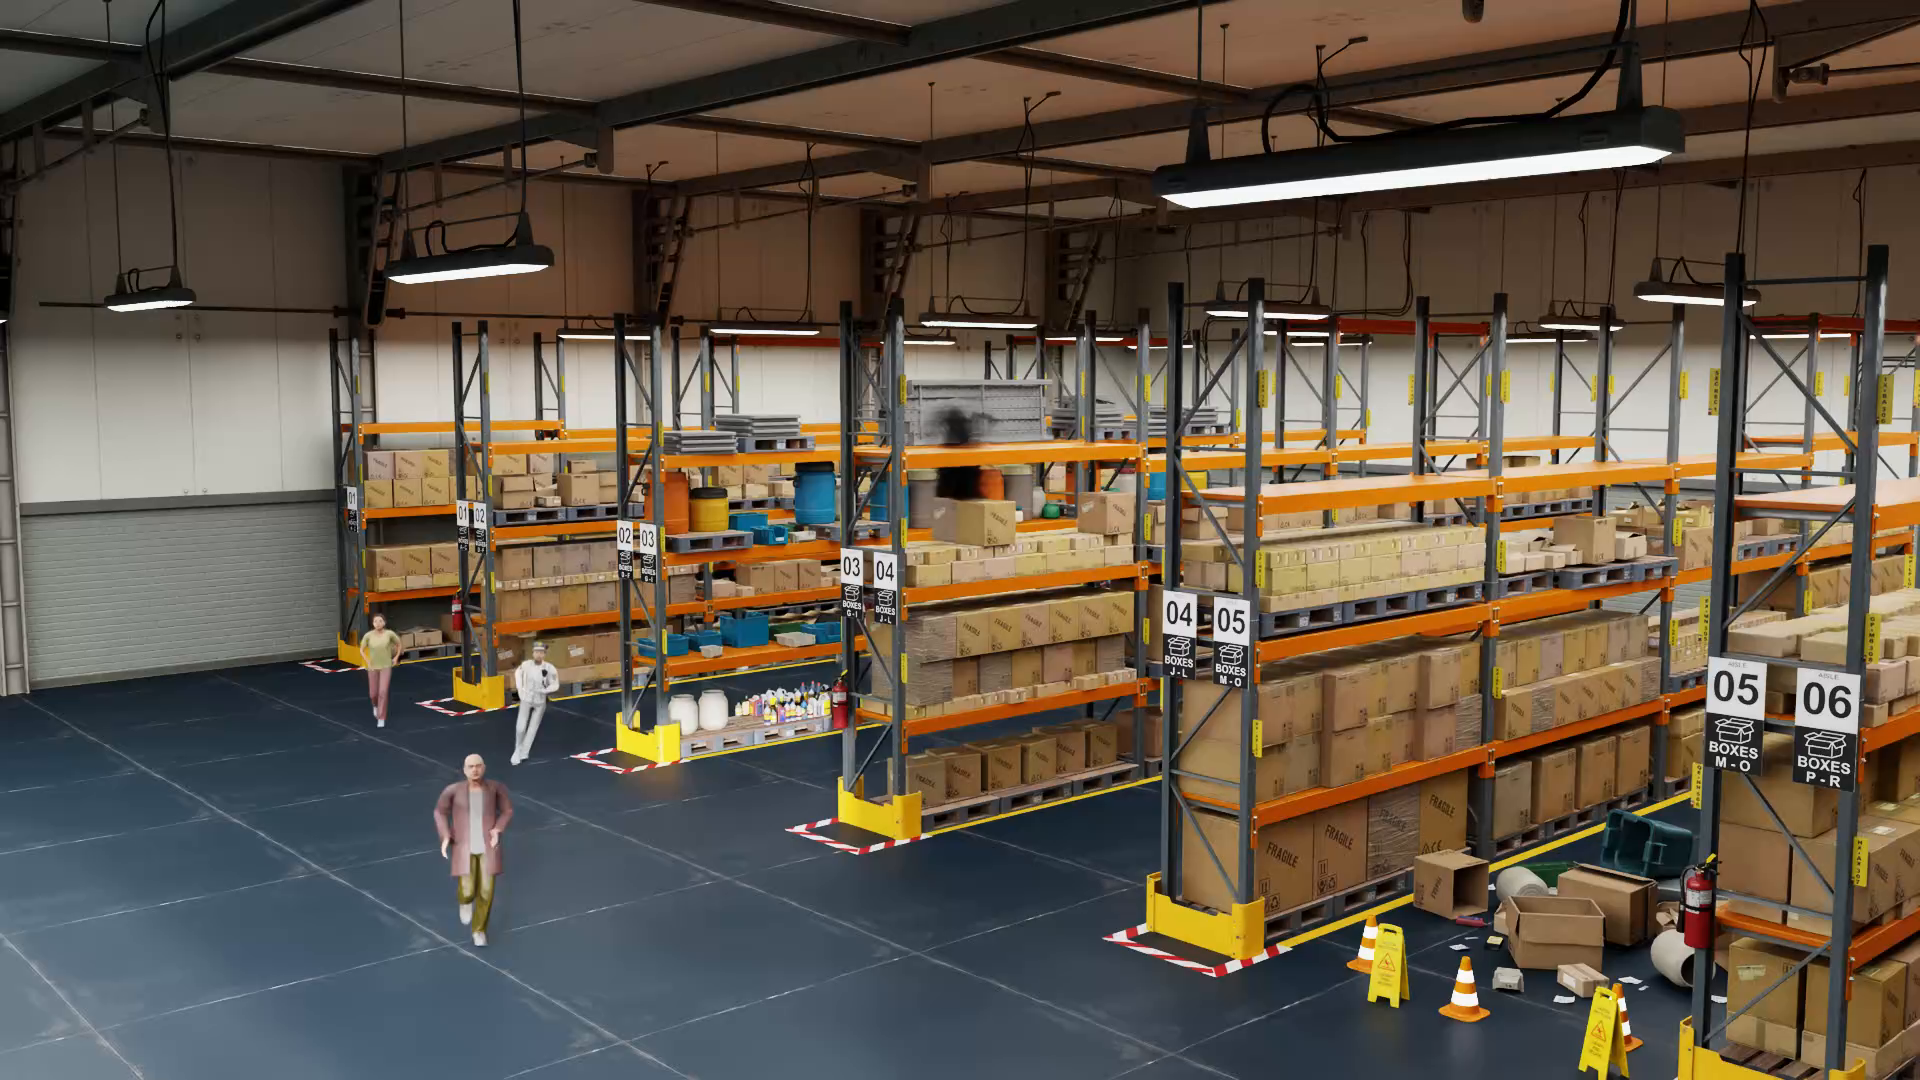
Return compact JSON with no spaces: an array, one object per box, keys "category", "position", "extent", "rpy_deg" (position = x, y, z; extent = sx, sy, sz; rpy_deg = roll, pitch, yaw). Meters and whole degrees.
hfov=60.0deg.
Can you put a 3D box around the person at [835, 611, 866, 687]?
[{"category":"person","position":[-1.825,1.637,27.394],"extent":[0.615,1.658,0.541],"rpy_deg":[5,8,41]}]

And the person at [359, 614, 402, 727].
[{"category":"person","position":[-8.613,1.909,24.758],"extent":[0.602,1.658,0.702],"rpy_deg":[-2,6,-15]}]

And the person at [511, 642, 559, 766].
[{"category":"person","position":[-5.655,2.160,22.107],"extent":[0.653,1.670,0.633],"rpy_deg":[-1,6,-8]}]

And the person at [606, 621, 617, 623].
[{"category":"person","position":[-6.267,1.406,29.704],"extent":[0.718,1.750,0.584],"rpy_deg":[-5,7,-40]}]

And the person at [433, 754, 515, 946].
[{"category":"person","position":[-4.421,2.811,15.188],"extent":[0.710,1.732,0.637],"rpy_deg":[-2,6,-20]}]
